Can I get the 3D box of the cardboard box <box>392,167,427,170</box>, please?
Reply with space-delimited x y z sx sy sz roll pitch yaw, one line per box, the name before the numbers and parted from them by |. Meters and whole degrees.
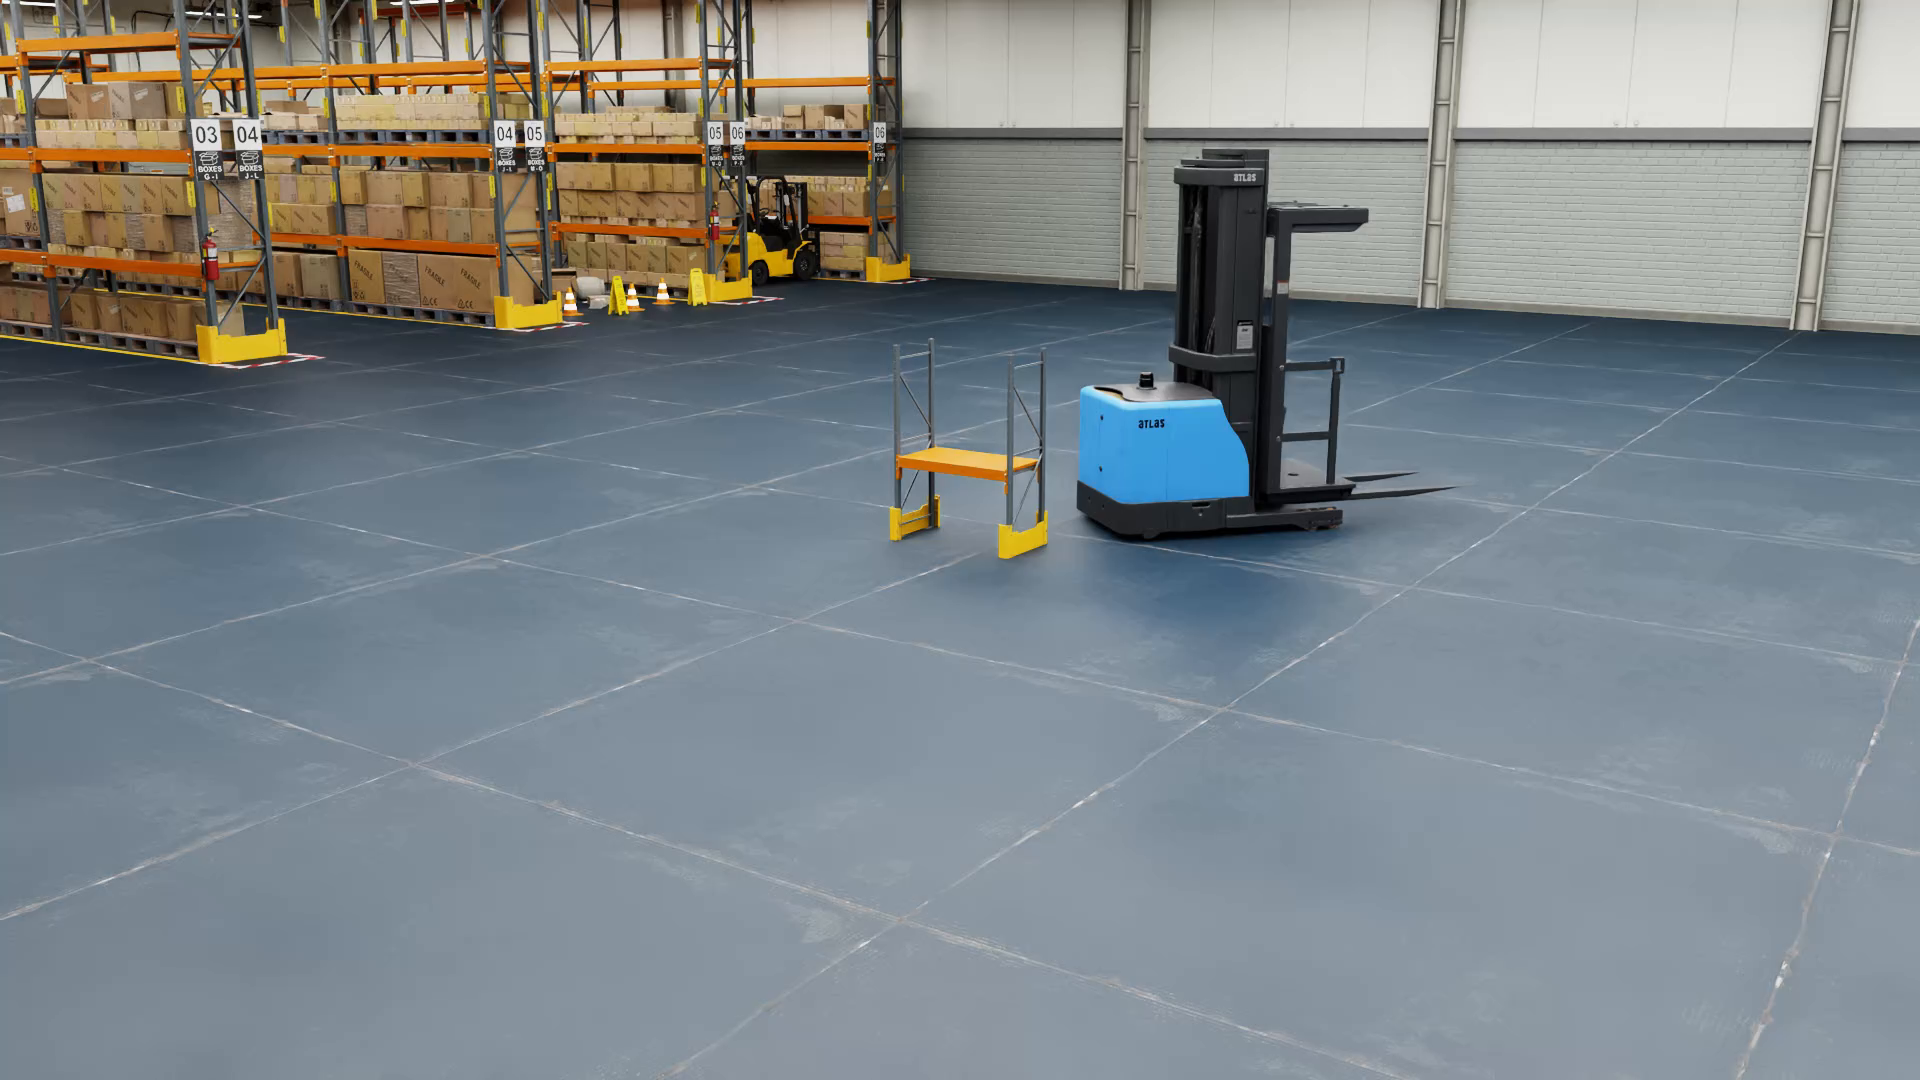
cardboard box | -11.505 -7.557 34.818 0.500 0.500 0.500 9 16 31

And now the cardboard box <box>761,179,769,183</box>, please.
cardboard box | -4.104 -7.761 35.754 0.250 0.149 0.380 10 17 34

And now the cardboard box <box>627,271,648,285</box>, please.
cardboard box | -5.975 -4.997 31.614 0.500 0.250 0.500 8 16 31

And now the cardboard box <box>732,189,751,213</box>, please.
cardboard box | -4.621 -7.396 36.251 0.500 0.500 0.500 9 16 31

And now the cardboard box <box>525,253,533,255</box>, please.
cardboard box | -9.223 -5.656 34.023 0.625 0.372 0.950 10 17 35

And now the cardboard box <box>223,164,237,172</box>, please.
cardboard box | -16.464 -8.356 38.046 0.500 0.500 0.500 9 17 32

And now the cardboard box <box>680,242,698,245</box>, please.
cardboard box | -5.263 -5.401 31.689 0.500 0.500 0.500 8 16 31

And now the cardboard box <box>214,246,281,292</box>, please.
cardboard box | -13.153 -5.017 30.656 0.750 0.750 1.050 9 16 32

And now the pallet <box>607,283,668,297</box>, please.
pallet | -6.017 -4.869 32.053 1.213 0.211 1.003 9 17 33

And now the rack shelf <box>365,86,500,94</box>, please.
rack shelf | -13.141 -11.362 41.497 4.000 0.370 1.077 9 17 33

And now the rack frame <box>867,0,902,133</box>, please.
rack frame | -1.524 -9.835 33.826 0.127 3.000 1.000 9 17 33

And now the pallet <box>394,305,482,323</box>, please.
pallet | -8.685 -3.834 27.872 1.213 0.211 1.003 9 17 33

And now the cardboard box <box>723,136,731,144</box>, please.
cardboard box | -4.385 -7.376 30.658 0.250 0.149 0.380 9 17 33

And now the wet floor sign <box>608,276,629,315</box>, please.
wet floor sign | -5.841 -4.180 28.367 0.232 0.644 0.267 6 15 23

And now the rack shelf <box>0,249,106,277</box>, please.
rack shelf | -14.801 -4.412 25.902 4.000 0.370 1.077 9 17 33

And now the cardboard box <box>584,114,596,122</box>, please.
cardboard box | -6.882 -7.976 31.423 0.250 0.149 0.380 9 17 32

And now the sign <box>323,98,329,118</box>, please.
sign | -10.584 -7.219 27.769 0.005 0.325 0.100 9 17 33

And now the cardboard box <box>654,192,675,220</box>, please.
cardboard box | -5.308 -6.212 30.846 0.500 0.500 0.500 9 17 33

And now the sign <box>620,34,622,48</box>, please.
sign | -7.856 -11.549 38.478 0.005 0.325 0.100 9 17 33

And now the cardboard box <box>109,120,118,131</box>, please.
cardboard box | -11.504 -5.730 22.970 0.250 0.149 0.380 8 16 30

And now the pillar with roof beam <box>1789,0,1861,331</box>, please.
pillar with roof beam | 10.934 -6.836 21.710 0.400 9.000 9.100 9 17 33

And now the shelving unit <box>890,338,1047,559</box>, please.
shelving unit | 0.063 -0.718 12.602 1.083 1.500 0.587 9 17 33

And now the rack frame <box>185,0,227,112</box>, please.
rack frame | -17.568 -10.991 38.494 0.127 3.000 1.000 9 17 33

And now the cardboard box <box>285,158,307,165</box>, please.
cardboard box | -14.682 -8.369 36.748 0.250 0.149 0.380 9 16 32

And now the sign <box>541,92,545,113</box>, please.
sign | -6.655 -6.961 26.474 0.005 0.325 0.100 9 17 33

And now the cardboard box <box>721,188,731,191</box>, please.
cardboard box | -5.393 -7.644 36.732 0.500 0.250 0.500 9 16 32

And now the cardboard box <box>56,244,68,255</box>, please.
cardboard box | -12.931 -4.246 24.257 0.250 0.149 0.380 9 17 33

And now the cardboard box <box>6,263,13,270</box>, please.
cardboard box | -19.728 -5.745 34.848 0.250 0.149 0.380 9 17 33

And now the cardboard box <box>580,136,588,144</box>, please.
cardboard box | -7.035 -7.655 31.785 0.250 0.149 0.380 9 17 33

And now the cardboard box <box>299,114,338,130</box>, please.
cardboard box | -10.965 -7.167 28.521 0.500 0.250 0.500 9 17 33

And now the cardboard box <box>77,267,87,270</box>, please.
cardboard box | -17.366 -5.485 33.177 0.250 0.149 0.380 10 17 34

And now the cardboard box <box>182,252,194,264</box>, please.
cardboard box | -10.381 -3.866 22.719 0.250 0.149 0.380 9 17 33

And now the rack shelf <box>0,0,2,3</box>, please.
rack shelf | -18.587 -10.986 33.056 4.000 0.370 1.077 9 17 33

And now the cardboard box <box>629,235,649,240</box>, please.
cardboard box | -7.106 -6.874 38.419 0.625 0.625 0.875 10 17 35

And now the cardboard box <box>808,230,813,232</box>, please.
cardboard box | -3.348 -6.479 35.523 0.500 0.250 0.500 9 16 32

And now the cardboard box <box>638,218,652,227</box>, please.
cardboard box | -5.821 -5.976 31.244 0.250 0.149 0.380 9 17 32

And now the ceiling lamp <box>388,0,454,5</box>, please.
ceiling lamp | -12.013 -13.727 37.401 2.000 3.185 0.800 9 17 33

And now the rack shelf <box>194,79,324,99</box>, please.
rack shelf | -15.908 -10.179 37.545 4.000 0.370 1.077 9 17 33

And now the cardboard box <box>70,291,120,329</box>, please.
cardboard box | -12.832 -3.422 24.733 0.500 0.500 0.500 9 16 31

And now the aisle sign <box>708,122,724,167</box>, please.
aisle sign | -4.402 -7.128 29.967 0.004 0.787 0.394 9 17 33

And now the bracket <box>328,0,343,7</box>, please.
bracket | -16.389 -14.143 43.737 0.430 0.232 0.235 9 17 33

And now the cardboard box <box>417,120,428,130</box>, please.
cardboard box | -8.489 -6.666 26.708 0.250 0.149 0.380 9 17 33

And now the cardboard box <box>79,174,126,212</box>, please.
cardboard box | -12.079 -4.926 23.574 0.500 0.500 0.500 9 17 33

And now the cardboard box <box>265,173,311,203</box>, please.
cardboard box | -11.970 -6.272 29.630 0.500 0.500 0.700 9 17 32

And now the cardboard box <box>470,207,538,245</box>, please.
cardboard box | -7.303 -5.046 26.651 0.550 0.550 0.875 9 17 33

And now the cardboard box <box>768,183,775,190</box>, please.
cardboard box | -3.898 -7.580 35.645 0.250 0.149 0.380 9 17 32

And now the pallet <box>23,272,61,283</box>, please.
pallet | -18.521 -5.434 34.337 1.213 0.211 1.003 9 17 33

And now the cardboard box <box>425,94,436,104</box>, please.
cardboard box | -8.280 -7.020 26.476 0.250 0.149 0.380 9 17 33

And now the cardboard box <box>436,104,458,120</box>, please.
cardboard box | -7.947 -6.789 26.376 0.500 0.250 0.500 9 17 33

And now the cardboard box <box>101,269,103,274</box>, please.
cardboard box | -17.271 -5.510 33.898 0.250 0.149 0.380 10 17 34

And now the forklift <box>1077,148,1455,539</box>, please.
forklift | 2.526 -1.613 13.239 3.031 2.935 1.130 -4 15 -16

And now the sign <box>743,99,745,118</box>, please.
sign | -3.989 -7.921 30.518 0.005 0.325 0.100 9 17 33

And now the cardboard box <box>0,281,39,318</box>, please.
cardboard box | -14.952 -3.797 26.208 0.500 0.500 0.700 11 18 37

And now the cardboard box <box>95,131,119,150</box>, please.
cardboard box | -11.621 -5.557 23.100 0.500 0.250 0.500 9 16 32
